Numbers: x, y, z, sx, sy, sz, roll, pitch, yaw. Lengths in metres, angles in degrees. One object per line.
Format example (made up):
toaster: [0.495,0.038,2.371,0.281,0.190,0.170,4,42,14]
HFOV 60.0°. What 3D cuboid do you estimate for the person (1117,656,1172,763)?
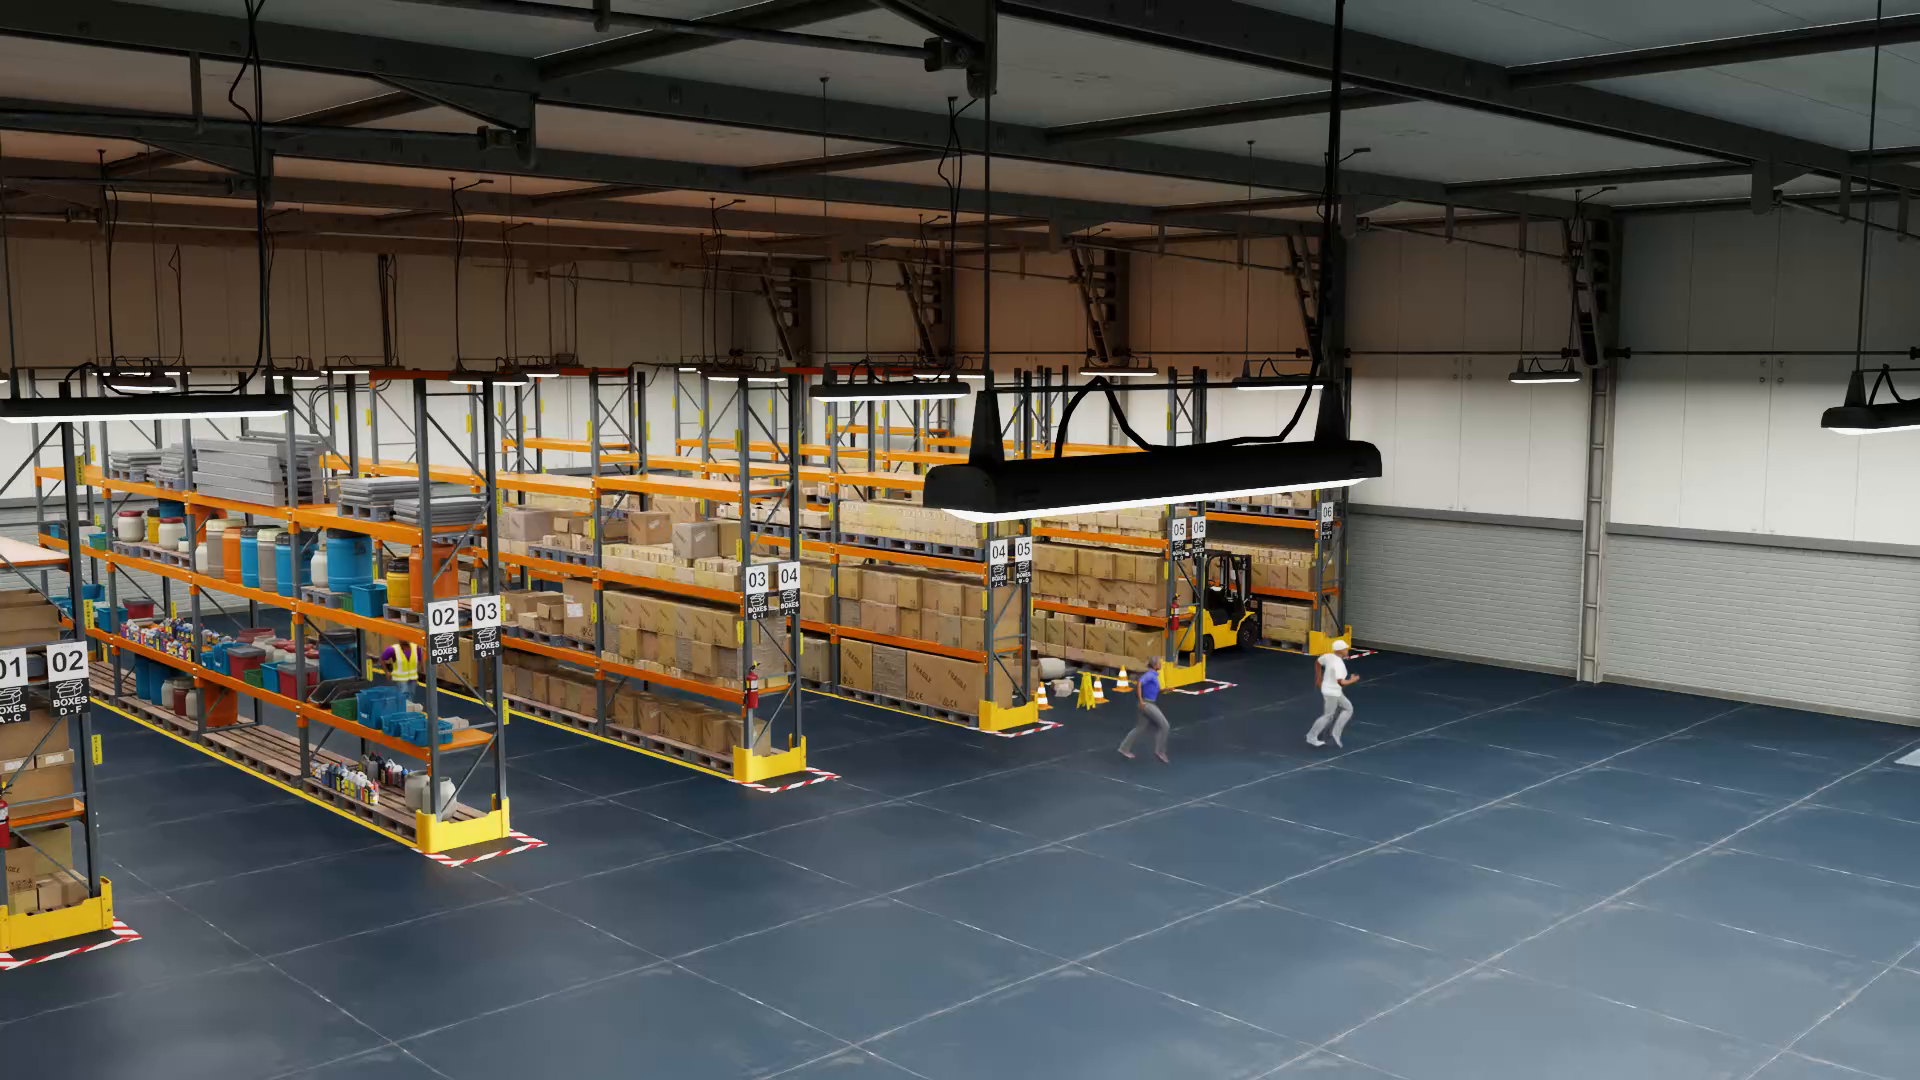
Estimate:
person: [2.864,2.632,25.673,0.831,1.697,0.599,0,6,0]

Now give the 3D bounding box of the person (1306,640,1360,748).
person: [5.960,2.464,26.570,0.811,1.758,0.732,1,6,5]

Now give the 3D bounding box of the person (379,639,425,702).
person: [-9.180,2.363,27.573,0.695,1.827,0.698,6,9,44]
